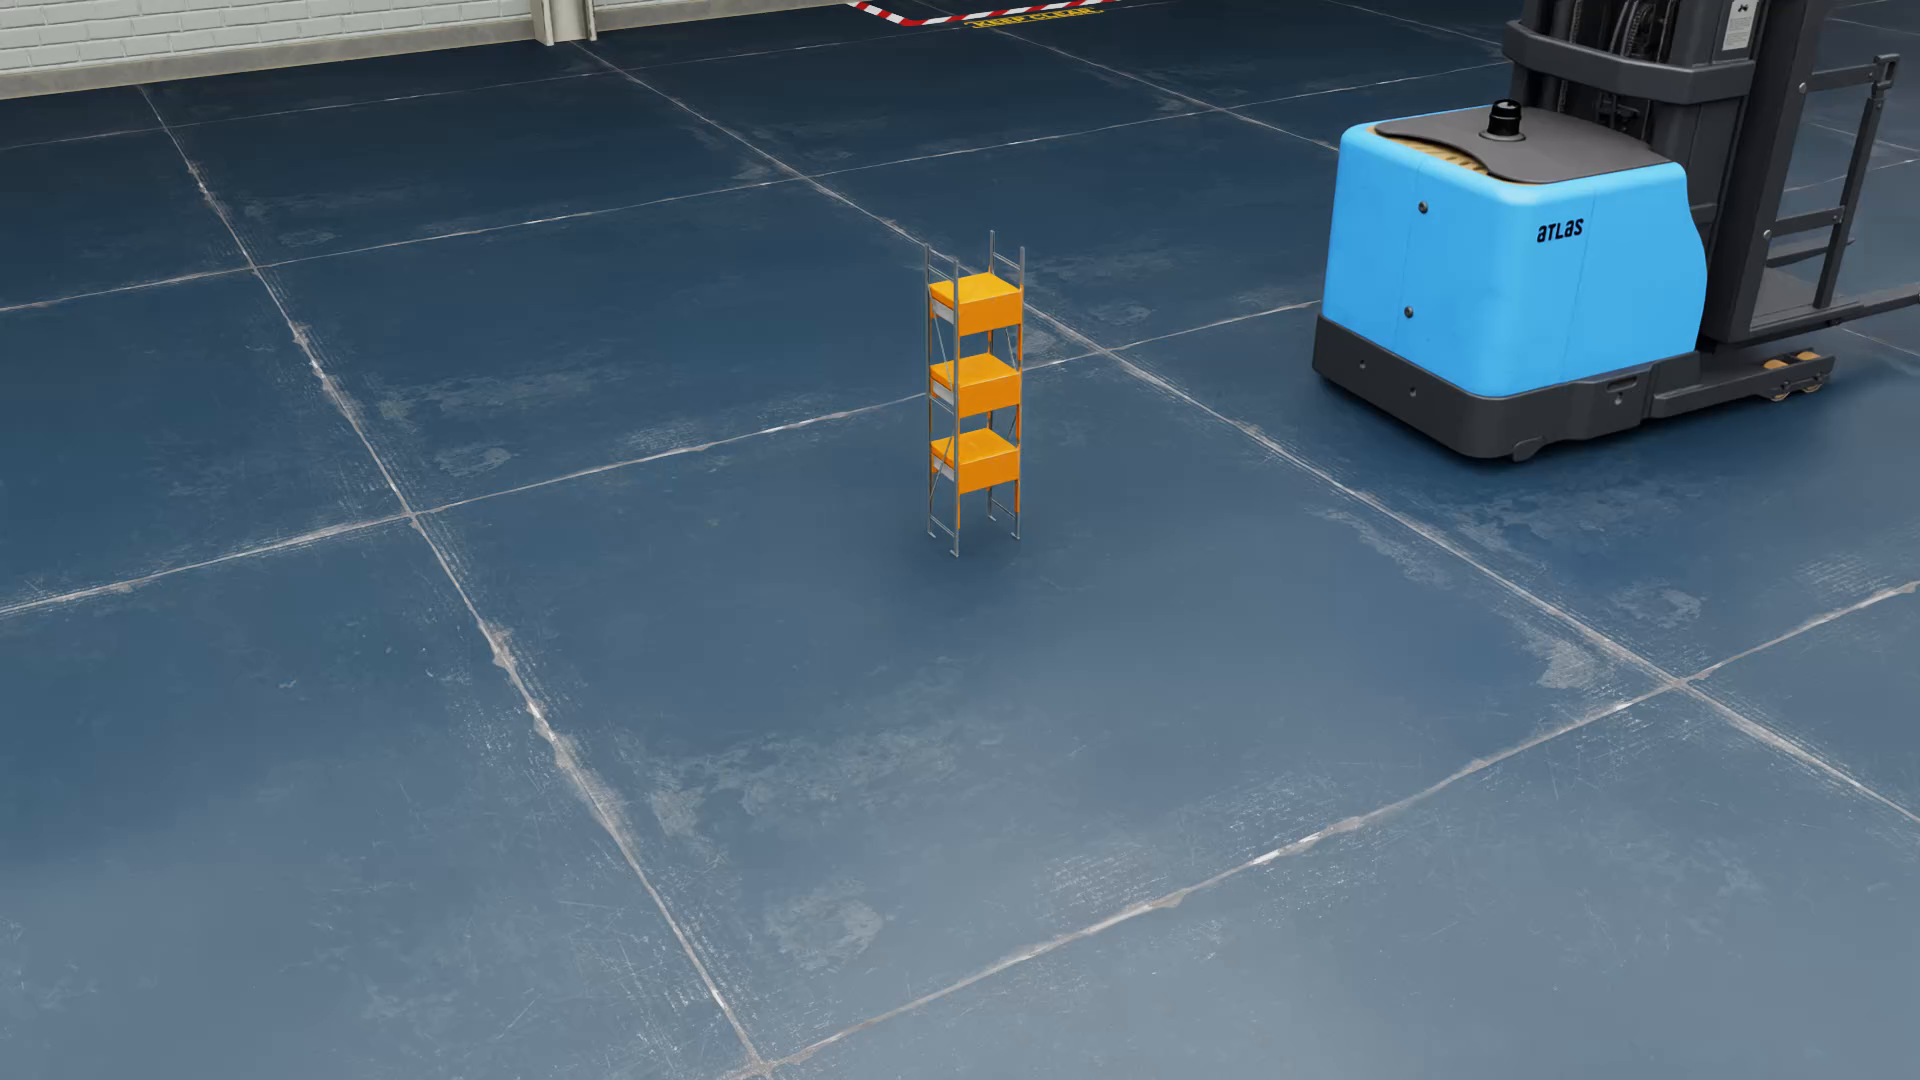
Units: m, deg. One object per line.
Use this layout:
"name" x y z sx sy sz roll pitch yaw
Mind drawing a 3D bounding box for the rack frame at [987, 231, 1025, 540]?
"rack frame" 0.151 -0.503 5.574 0.008 1.050 0.200 -16 33 -26

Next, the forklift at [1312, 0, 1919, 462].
"forklift" 3.011 -2.060 6.450 3.031 2.935 1.130 -14 32 -23

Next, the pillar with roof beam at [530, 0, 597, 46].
"pillar with roof beam" -0.823 -5.964 7.243 0.400 9.000 9.100 -16 33 -26

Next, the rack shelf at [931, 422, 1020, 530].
"rack shelf" 0.046 -0.220 5.659 0.240 0.259 0.215 -16 33 -26

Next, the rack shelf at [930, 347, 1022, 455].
"rack shelf" 0.046 -0.463 5.525 0.240 0.259 0.215 -16 33 -26

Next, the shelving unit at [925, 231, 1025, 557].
"shelving unit" 0.046 -0.473 5.520 0.252 1.050 0.215 -16 33 -26

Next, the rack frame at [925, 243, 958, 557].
"rack frame" -0.059 -0.443 5.466 0.008 1.050 0.200 -16 33 -26

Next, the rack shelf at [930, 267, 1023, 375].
"rack shelf" 0.046 -0.712 5.388 0.240 0.259 0.215 -16 33 -26
